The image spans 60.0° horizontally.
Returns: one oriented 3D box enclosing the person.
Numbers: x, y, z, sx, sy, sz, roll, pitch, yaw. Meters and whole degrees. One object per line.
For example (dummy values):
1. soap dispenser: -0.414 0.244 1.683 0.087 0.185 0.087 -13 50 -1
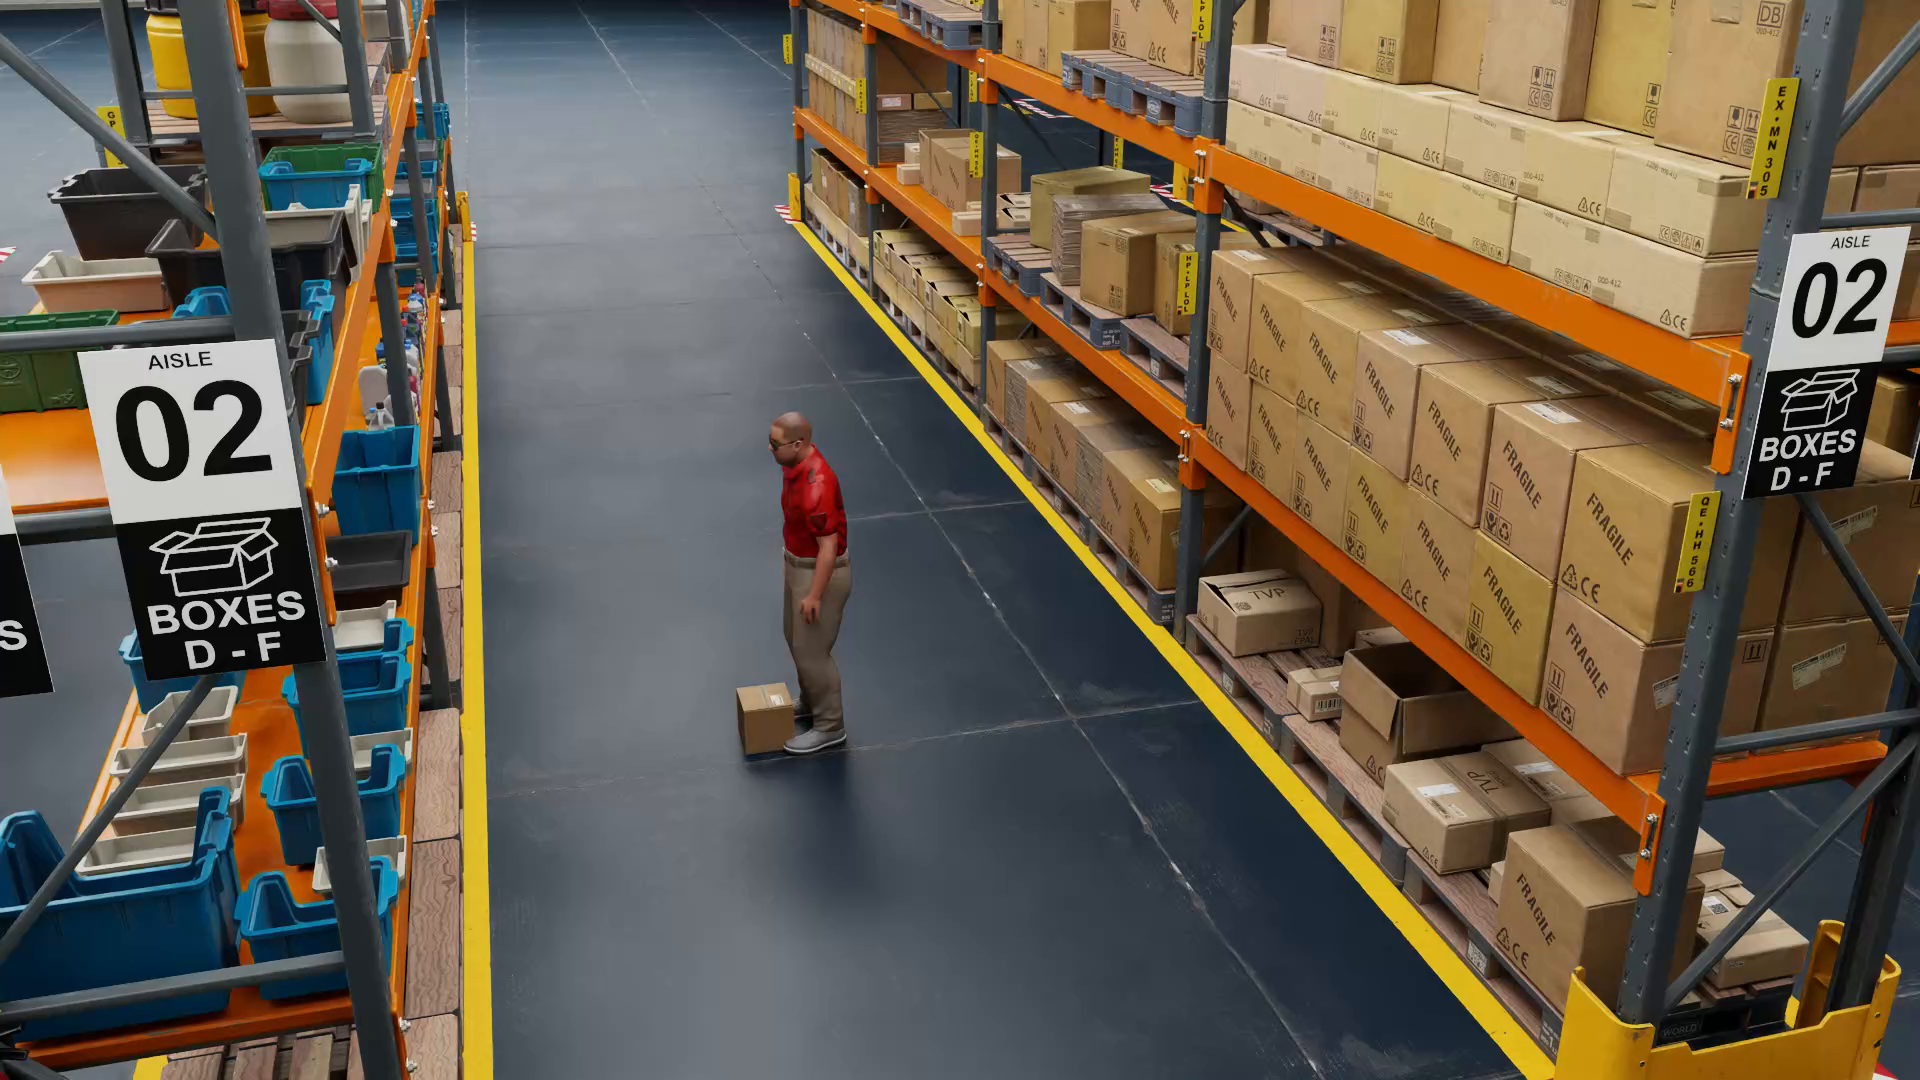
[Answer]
1. person: -0.739 0.187 8.166 0.390 1.727 0.585 -6 24 -14
